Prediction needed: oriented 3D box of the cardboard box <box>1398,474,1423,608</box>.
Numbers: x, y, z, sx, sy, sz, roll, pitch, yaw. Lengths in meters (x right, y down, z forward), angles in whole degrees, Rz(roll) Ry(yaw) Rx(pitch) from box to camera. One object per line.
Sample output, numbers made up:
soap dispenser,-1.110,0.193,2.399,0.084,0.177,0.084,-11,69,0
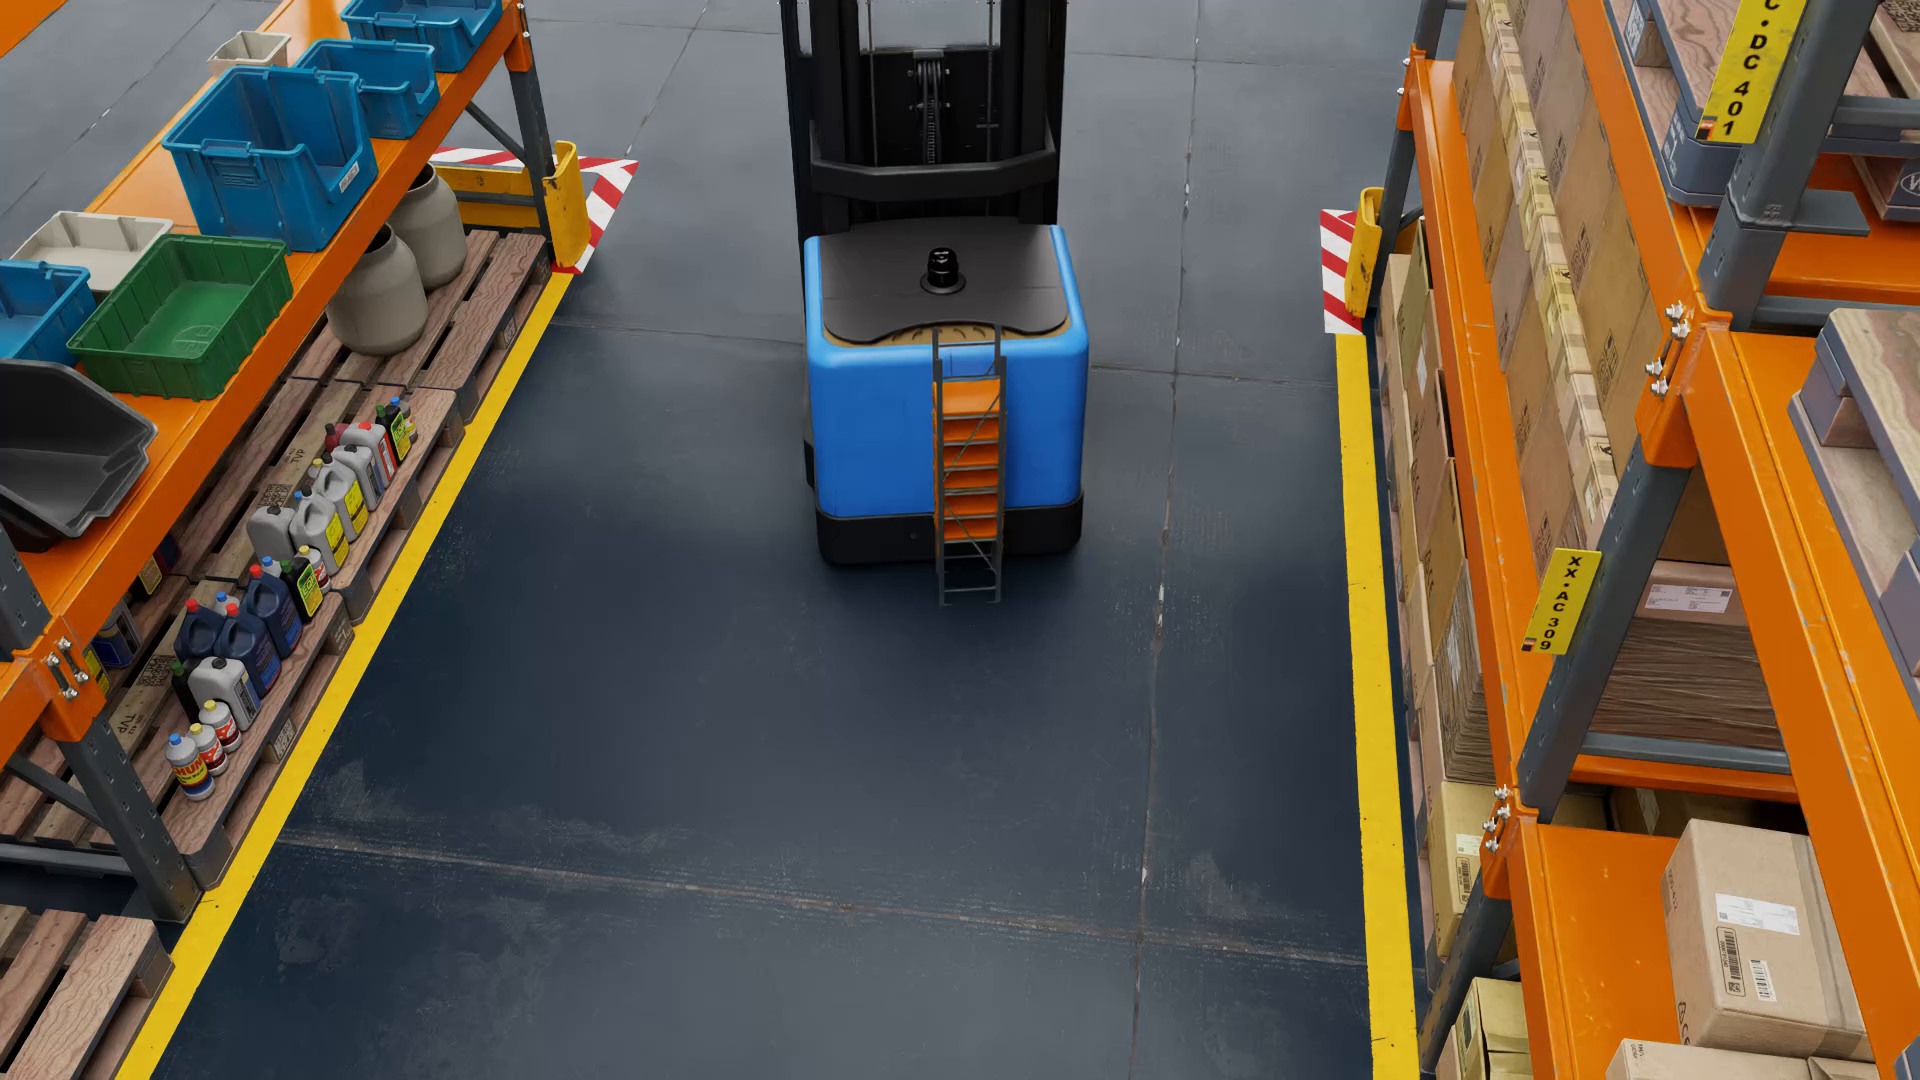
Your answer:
cardboard box,1.935,0.021,6.241,0.500,0.250,0.500,5,44,6

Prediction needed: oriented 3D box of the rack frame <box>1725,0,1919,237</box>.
rack frame,1.897,-1.645,1.942,1.000,3.000,0.127,5,44,6

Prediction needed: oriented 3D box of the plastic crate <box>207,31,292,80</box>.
plastic crate,-2.920,-1.969,6.840,0.298,0.136,0.250,5,44,6

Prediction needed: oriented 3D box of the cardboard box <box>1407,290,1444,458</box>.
cardboard box,2.017,-0.591,6.341,0.500,0.500,0.500,5,44,6

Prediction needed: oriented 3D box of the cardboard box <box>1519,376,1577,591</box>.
cardboard box,2.013,-0.166,4.671,0.700,0.500,0.500,5,44,5

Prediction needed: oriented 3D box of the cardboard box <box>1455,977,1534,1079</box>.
cardboard box,1.596,1.435,4.339,0.500,0.311,0.500,5,44,6

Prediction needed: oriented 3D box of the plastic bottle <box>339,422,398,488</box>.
plastic bottle,-2.352,-0.355,6.605,0.152,0.276,0.135,6,44,6

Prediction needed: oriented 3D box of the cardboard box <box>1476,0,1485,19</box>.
cardboard box,2.129,-2.036,6.174,0.380,0.149,0.250,4,44,4

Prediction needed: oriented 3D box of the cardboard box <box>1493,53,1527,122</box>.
cardboard box,2.026,-1.513,5.622,0.380,0.149,0.250,4,44,4

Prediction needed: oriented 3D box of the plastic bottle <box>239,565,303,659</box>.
plastic bottle,-2.469,0.242,5.920,0.144,0.351,0.185,4,44,4

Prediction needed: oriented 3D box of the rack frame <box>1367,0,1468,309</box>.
rack frame,2.426,-2.193,6.884,1.000,3.000,0.127,5,44,6

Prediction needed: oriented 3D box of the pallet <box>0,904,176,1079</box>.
pallet,-3.077,1.632,4.873,1.003,0.211,1.213,5,44,6

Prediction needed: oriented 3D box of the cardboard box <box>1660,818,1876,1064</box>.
cardboard box,1.876,0.928,3.698,0.500,0.250,0.500,8,44,8

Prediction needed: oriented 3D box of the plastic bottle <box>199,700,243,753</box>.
plastic bottle,-2.508,0.621,5.628,0.097,0.201,0.097,0,43,0

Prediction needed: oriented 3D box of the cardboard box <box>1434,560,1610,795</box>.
cardboard box,1.820,0.432,5.262,0.500,0.500,0.500,5,44,6

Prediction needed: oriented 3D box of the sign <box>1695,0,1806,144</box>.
sign,1.347,-0.822,2.821,0.100,0.325,0.005,5,44,6

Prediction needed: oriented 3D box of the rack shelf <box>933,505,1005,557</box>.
rack shelf,0.031,-0.042,6.335,0.258,0.103,0.180,-3,44,-4

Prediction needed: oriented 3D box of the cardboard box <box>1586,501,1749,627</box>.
cardboard box,1.721,0.057,3.964,0.380,0.149,0.250,5,44,5

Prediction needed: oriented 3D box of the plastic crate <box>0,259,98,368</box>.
plastic crate,-3.135,-0.644,5.357,0.499,0.251,0.616,5,44,6

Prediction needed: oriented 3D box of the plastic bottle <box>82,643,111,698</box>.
plastic bottle,-3.070,0.431,5.720,0.144,0.351,0.185,5,44,6

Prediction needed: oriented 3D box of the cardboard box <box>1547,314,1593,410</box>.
cardboard box,1.822,-0.469,4.519,0.380,0.149,0.250,5,44,5

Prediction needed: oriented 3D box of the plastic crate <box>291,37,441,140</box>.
plastic crate,-2.344,-1.781,6.557,0.499,0.251,0.408,5,44,6

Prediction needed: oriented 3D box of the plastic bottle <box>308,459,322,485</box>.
plastic bottle,-2.496,-0.232,6.529,0.097,0.201,0.097,0,43,0

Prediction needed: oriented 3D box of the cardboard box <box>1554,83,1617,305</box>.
cardboard box,2.082,-0.963,4.569,0.700,0.500,0.500,5,44,5

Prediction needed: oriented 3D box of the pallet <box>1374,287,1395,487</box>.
pallet,2.367,-0.655,7.288,1.003,0.211,1.213,5,44,6

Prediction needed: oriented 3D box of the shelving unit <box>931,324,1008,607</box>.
shelving unit,0.031,-0.248,6.139,0.258,1.200,0.189,-3,44,-4

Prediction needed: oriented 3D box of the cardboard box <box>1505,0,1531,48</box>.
cardboard box,2.281,-1.988,5.652,0.700,0.500,0.500,4,44,4

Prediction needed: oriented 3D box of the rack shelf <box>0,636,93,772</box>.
rack shelf,-3.276,1.705,3.291,1.077,0.370,4.000,5,44,6

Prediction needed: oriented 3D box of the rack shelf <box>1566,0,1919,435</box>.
rack shelf,2.162,-1.657,4.660,1.077,0.370,4.000,5,44,6

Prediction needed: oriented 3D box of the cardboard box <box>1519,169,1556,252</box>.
cardboard box,1.923,-0.990,5.069,0.380,0.149,0.250,7,44,7

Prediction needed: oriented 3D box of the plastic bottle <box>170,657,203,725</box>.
plastic bottle,-2.625,0.498,5.698,0.061,0.283,0.133,5,44,6

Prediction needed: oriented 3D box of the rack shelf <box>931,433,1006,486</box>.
rack shelf,0.031,-0.303,6.087,0.258,0.103,0.180,-3,44,-4

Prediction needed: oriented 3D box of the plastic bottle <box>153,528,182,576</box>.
plastic bottle,-3.013,-0.010,6.234,0.061,0.283,0.133,5,44,6

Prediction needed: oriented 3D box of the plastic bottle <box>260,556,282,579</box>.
plastic bottle,-2.487,0.167,6.056,0.097,0.271,0.097,0,43,0

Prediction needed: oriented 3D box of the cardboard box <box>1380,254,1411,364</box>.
cardboard box,2.135,-1.001,7.320,0.500,0.250,0.500,5,44,6

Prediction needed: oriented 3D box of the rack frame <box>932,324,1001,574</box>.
rack frame,0.023,-0.311,6.206,0.240,1.200,0.006,-3,44,-4

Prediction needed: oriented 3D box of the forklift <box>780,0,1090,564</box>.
forklift,-0.159,-1.978,6.707,1.130,2.935,3.031,-3,44,-4

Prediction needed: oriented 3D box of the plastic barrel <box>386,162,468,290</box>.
plastic barrel,-2.494,-1.439,7.592,0.421,0.512,0.421,0,43,0

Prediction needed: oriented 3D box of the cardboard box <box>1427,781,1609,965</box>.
cardboard box,1.742,1.044,5.161,0.500,0.250,0.500,5,44,6

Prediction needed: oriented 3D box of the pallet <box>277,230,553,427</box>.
pallet,-2.559,-1.024,7.677,1.003,0.211,1.213,5,44,6

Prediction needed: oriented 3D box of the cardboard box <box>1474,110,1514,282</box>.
cardboard box,2.216,-1.216,5.779,0.700,0.500,0.500,6,44,6

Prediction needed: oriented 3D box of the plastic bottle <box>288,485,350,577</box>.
plastic bottle,-2.413,-0.048,6.226,0.144,0.351,0.185,5,44,5
